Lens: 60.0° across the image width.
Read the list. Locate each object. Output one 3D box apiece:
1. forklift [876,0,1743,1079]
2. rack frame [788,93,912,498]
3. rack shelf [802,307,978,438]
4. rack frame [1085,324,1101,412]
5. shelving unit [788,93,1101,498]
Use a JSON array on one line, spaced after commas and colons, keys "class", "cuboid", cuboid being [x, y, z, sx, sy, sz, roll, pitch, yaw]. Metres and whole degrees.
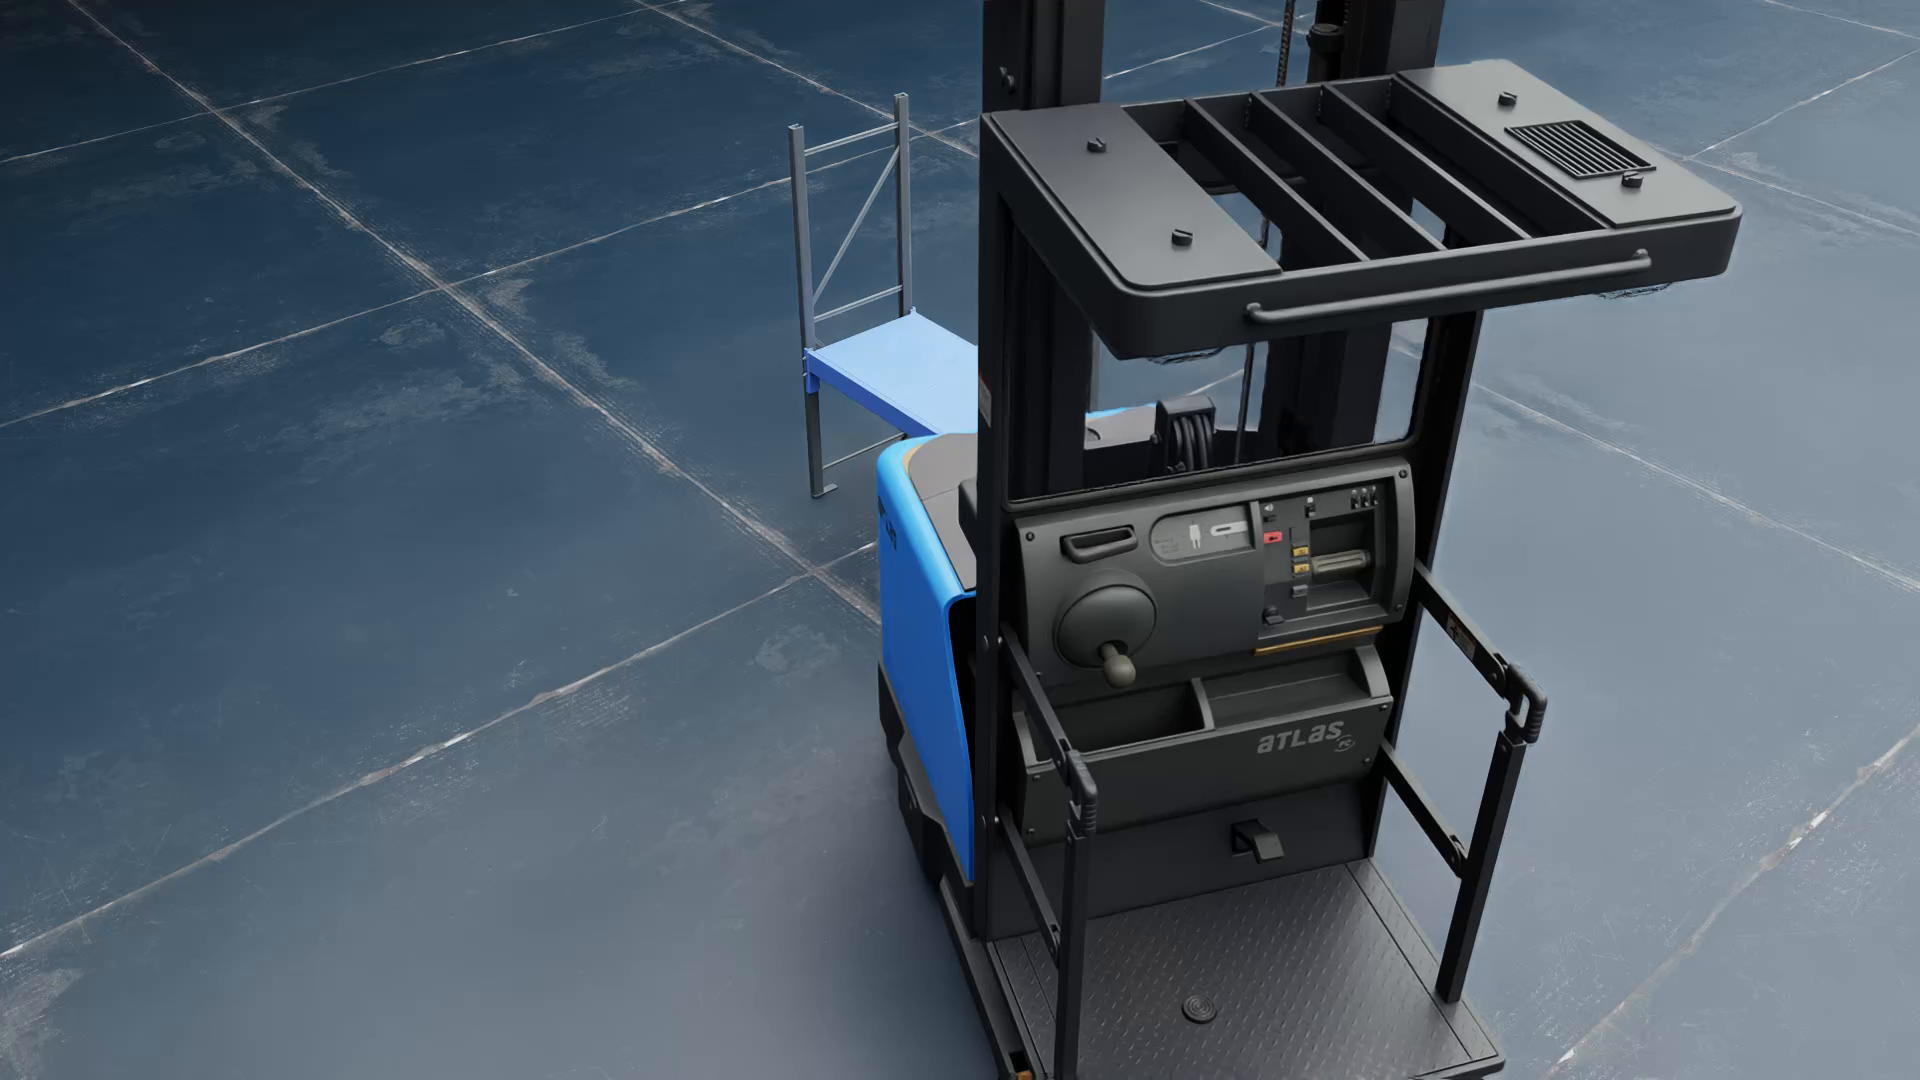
[{"class": "forklift", "cuboid": [0.640, 0.139, 3.518, 1.130, 2.935, 3.031, -9, 36, -13]}, {"class": "rack frame", "cuboid": [-0.383, -0.874, 6.187, 0.500, 1.500, 0.032, -26, 43, -32]}, {"class": "rack shelf", "cuboid": [-0.055, -0.503, 5.974, 0.538, 0.185, 1.000, -26, 43, -32]}, {"class": "rack frame", "cuboid": [0.273, -0.425, 5.553, 0.500, 1.500, 0.032, -26, 43, -32]}, {"class": "shelving unit", "cuboid": [-0.055, -0.650, 5.870, 0.538, 1.500, 1.048, -26, 43, -32]}]
